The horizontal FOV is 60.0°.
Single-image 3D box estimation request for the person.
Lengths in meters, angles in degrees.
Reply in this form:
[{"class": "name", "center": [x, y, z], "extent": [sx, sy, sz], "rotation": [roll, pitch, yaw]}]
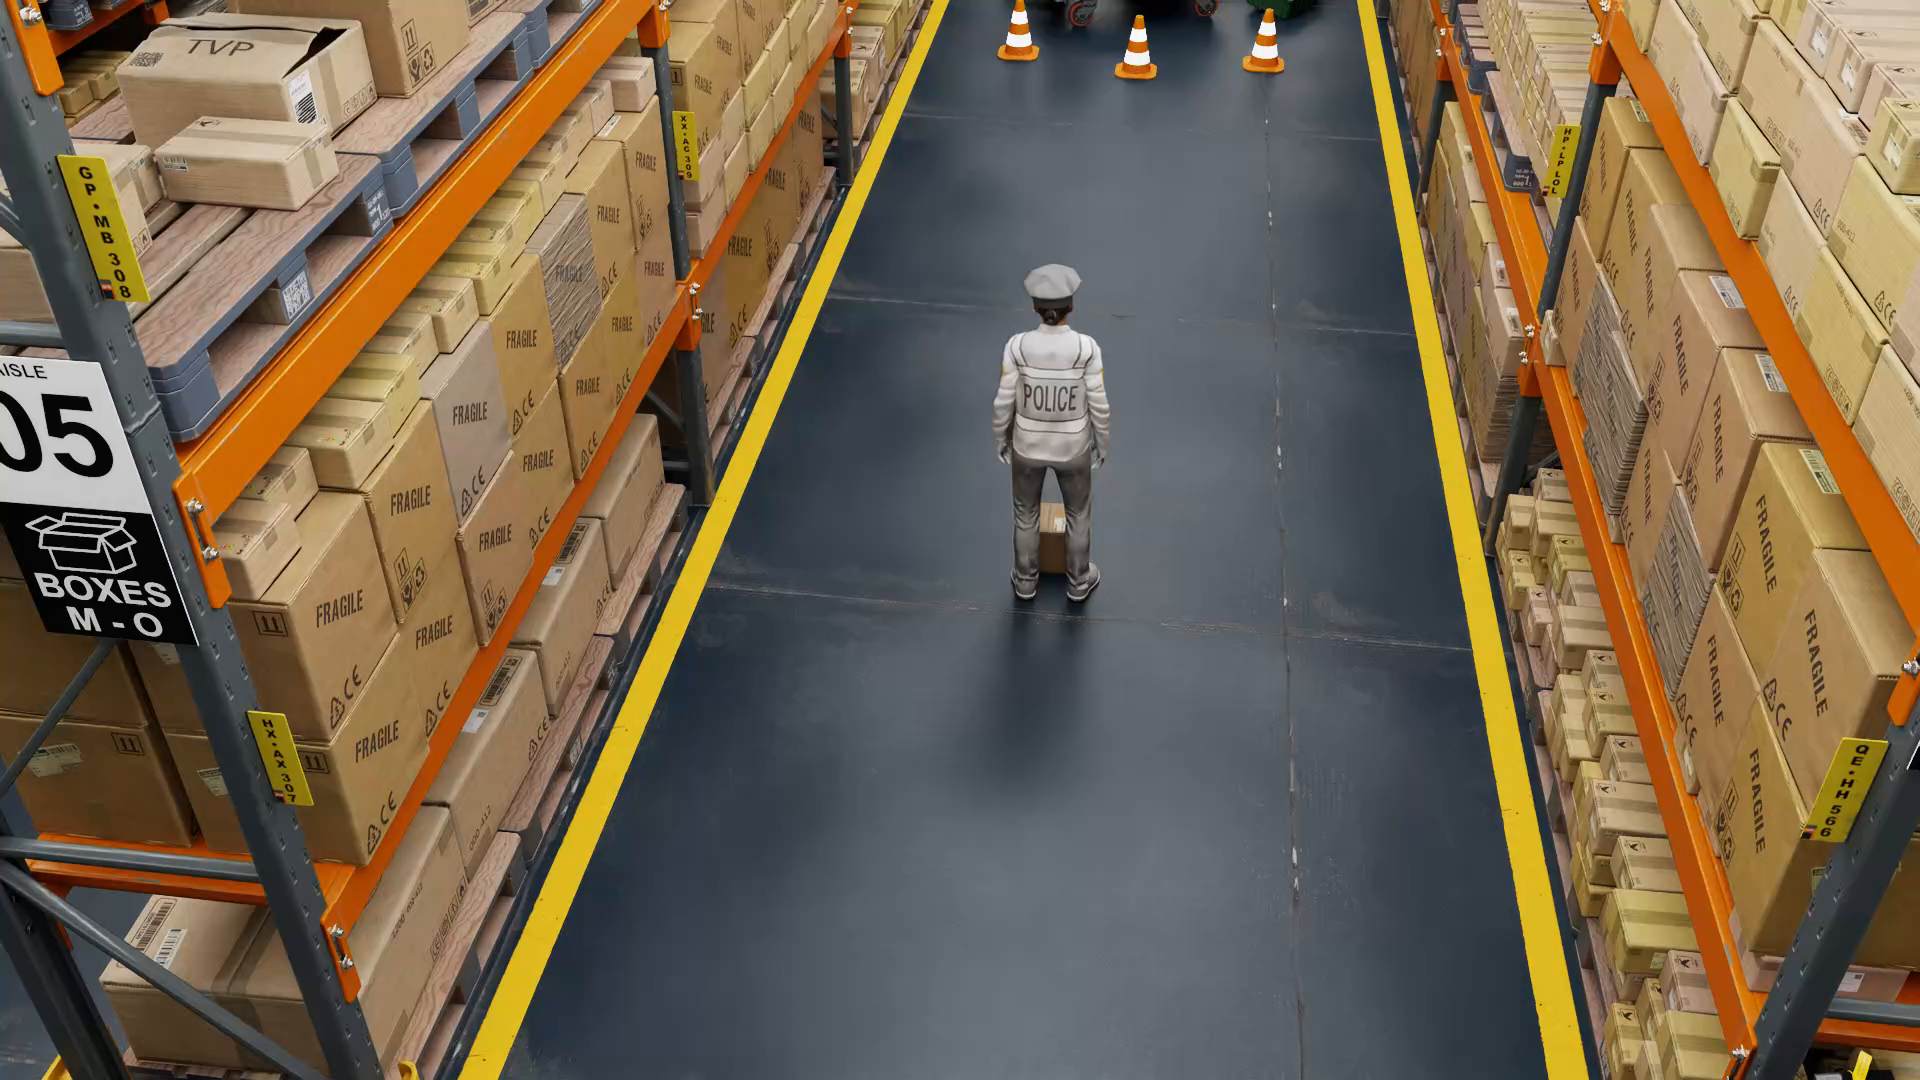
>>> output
[{"class": "person", "center": [0.417, -0.441, 7.634], "extent": [0.532, 1.663, 0.378], "rotation": [4, 37, 6]}]
